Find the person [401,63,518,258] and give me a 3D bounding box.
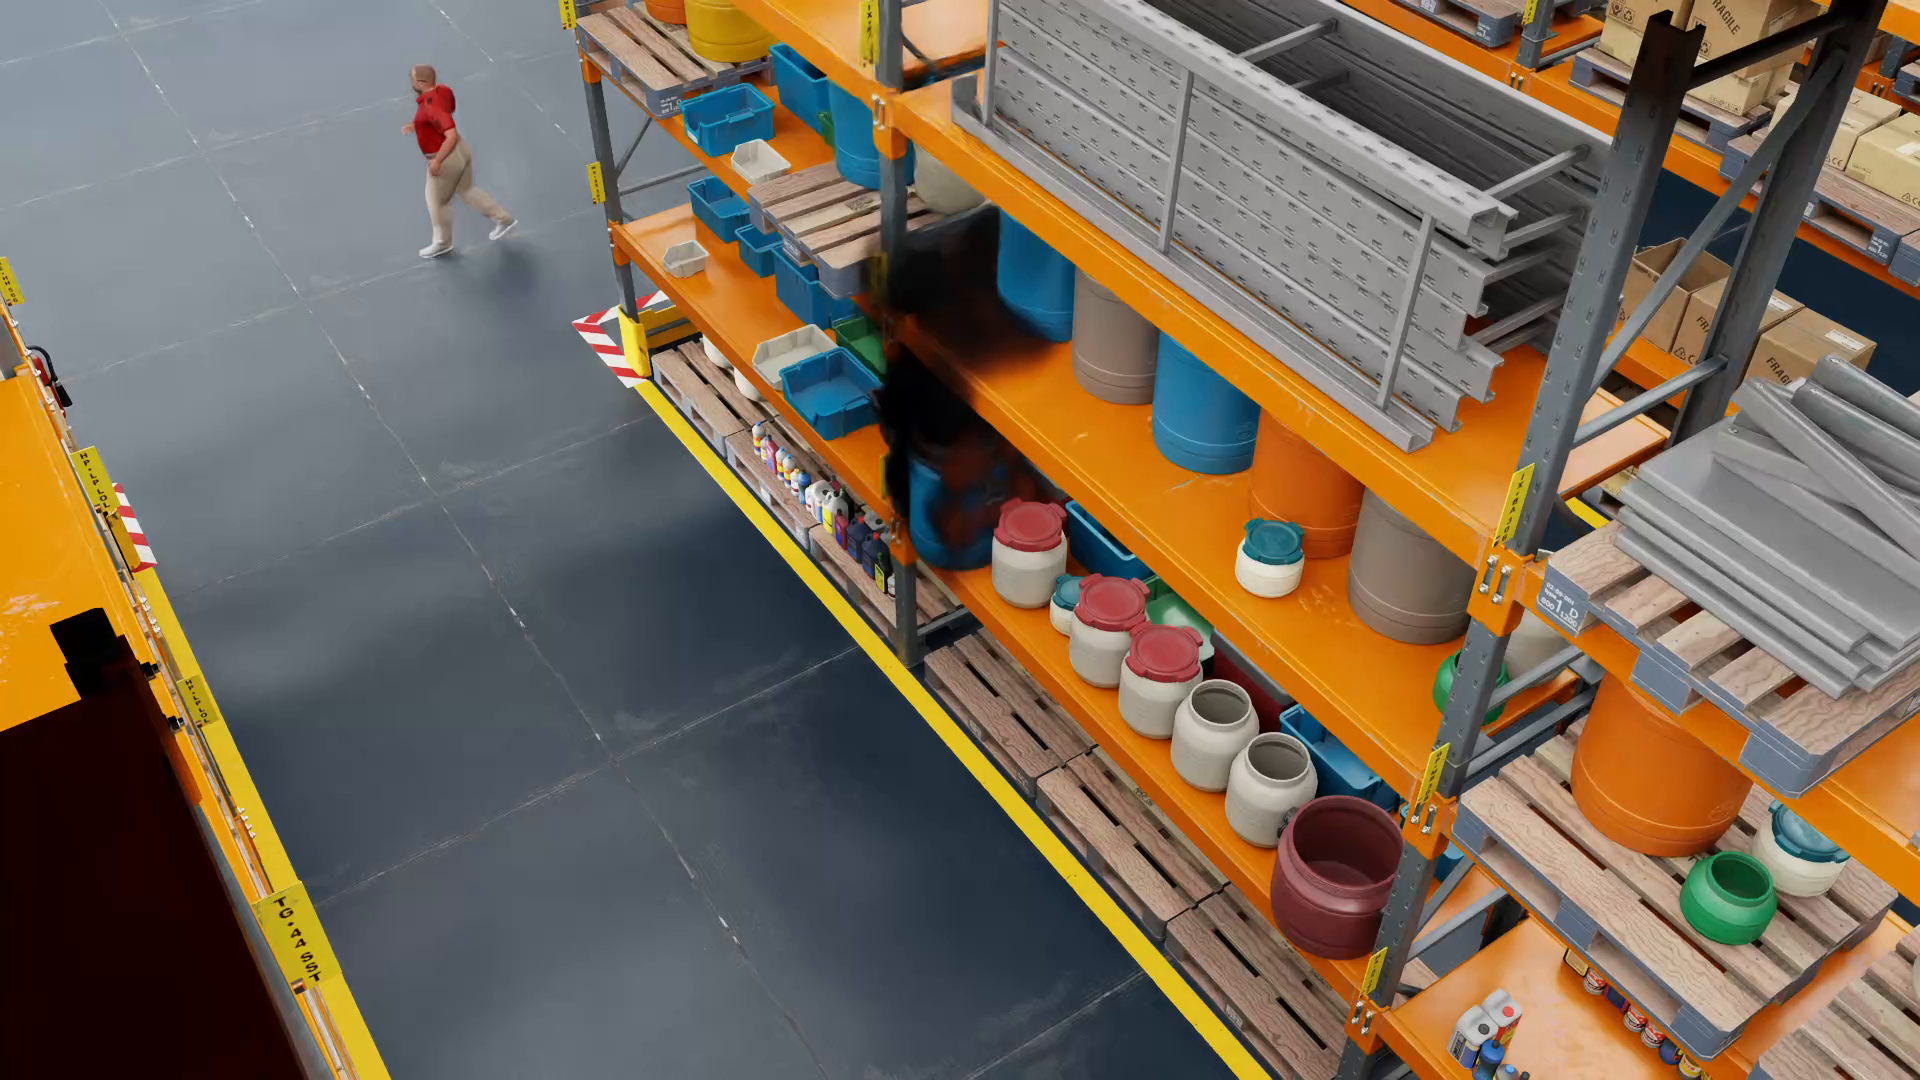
[{"bbox_3d":[-4.268,-3.162,13.931,0.871,1.762,0.684,1,43,1],"label":"person"}]
